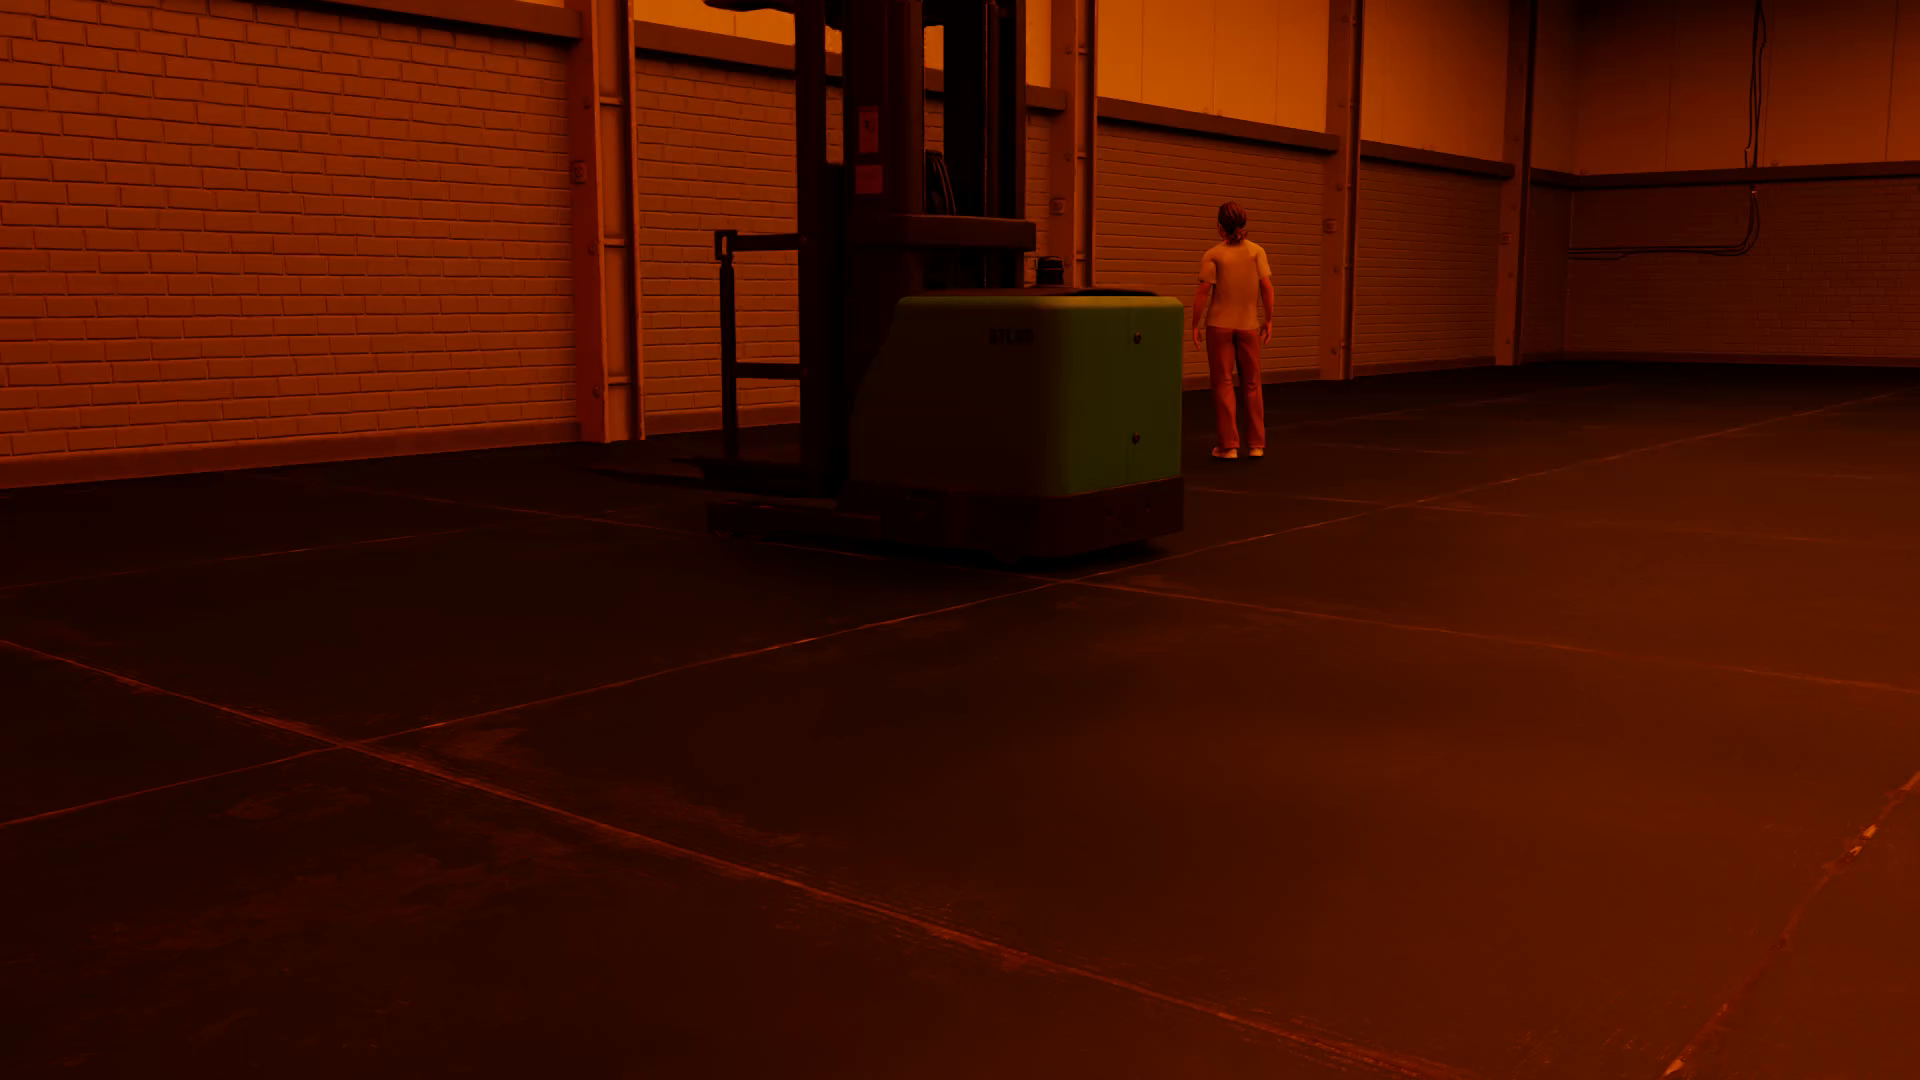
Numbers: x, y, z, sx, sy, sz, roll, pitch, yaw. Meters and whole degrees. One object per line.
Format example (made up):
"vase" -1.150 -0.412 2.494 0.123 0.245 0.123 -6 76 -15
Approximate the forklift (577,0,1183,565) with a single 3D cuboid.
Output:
"forklift" -0.518 -1.498 7.519 3.031 2.935 1.130 6 10 37

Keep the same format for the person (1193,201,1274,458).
"person" 1.790 -1.377 10.972 0.553 1.673 0.548 0 8 -3
